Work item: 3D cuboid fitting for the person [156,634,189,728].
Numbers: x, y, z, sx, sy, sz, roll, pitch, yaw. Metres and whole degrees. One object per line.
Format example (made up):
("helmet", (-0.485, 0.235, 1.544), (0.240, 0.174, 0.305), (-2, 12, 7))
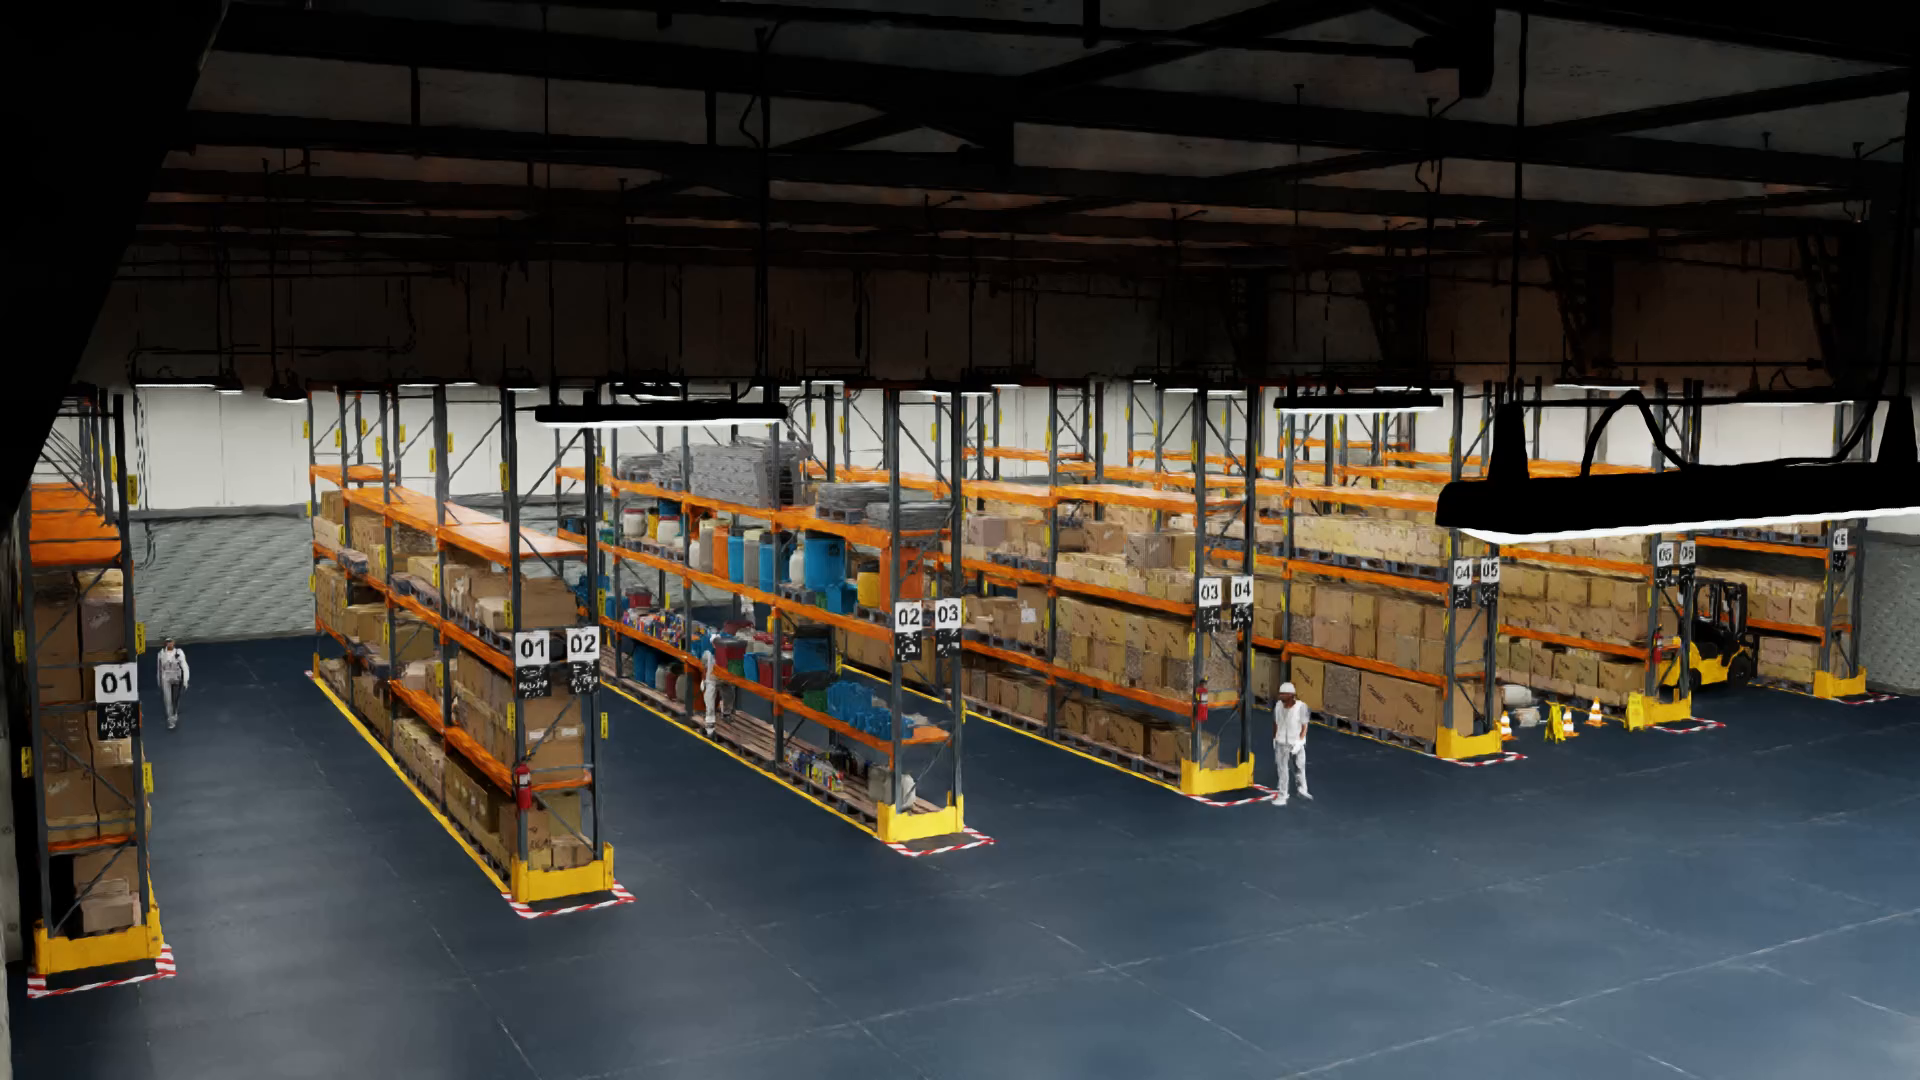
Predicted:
("person", (-13.758, 2.426, 29.071), (0.500, 1.625, 0.989), (-4, 7, -30))

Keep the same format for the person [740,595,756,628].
("person", (-4.812, 1.567, 37.186), (0.456, 1.580, 1.088), (-3, 7, -26))

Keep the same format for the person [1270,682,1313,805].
("person", (4.759, 2.910, 23.944), (0.570, 1.781, 0.715), (4, 7, 32))

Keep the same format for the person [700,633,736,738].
("person", (-4.089, 2.426, 28.056), (0.598, 1.755, 0.976), (-1, 6, -8))
